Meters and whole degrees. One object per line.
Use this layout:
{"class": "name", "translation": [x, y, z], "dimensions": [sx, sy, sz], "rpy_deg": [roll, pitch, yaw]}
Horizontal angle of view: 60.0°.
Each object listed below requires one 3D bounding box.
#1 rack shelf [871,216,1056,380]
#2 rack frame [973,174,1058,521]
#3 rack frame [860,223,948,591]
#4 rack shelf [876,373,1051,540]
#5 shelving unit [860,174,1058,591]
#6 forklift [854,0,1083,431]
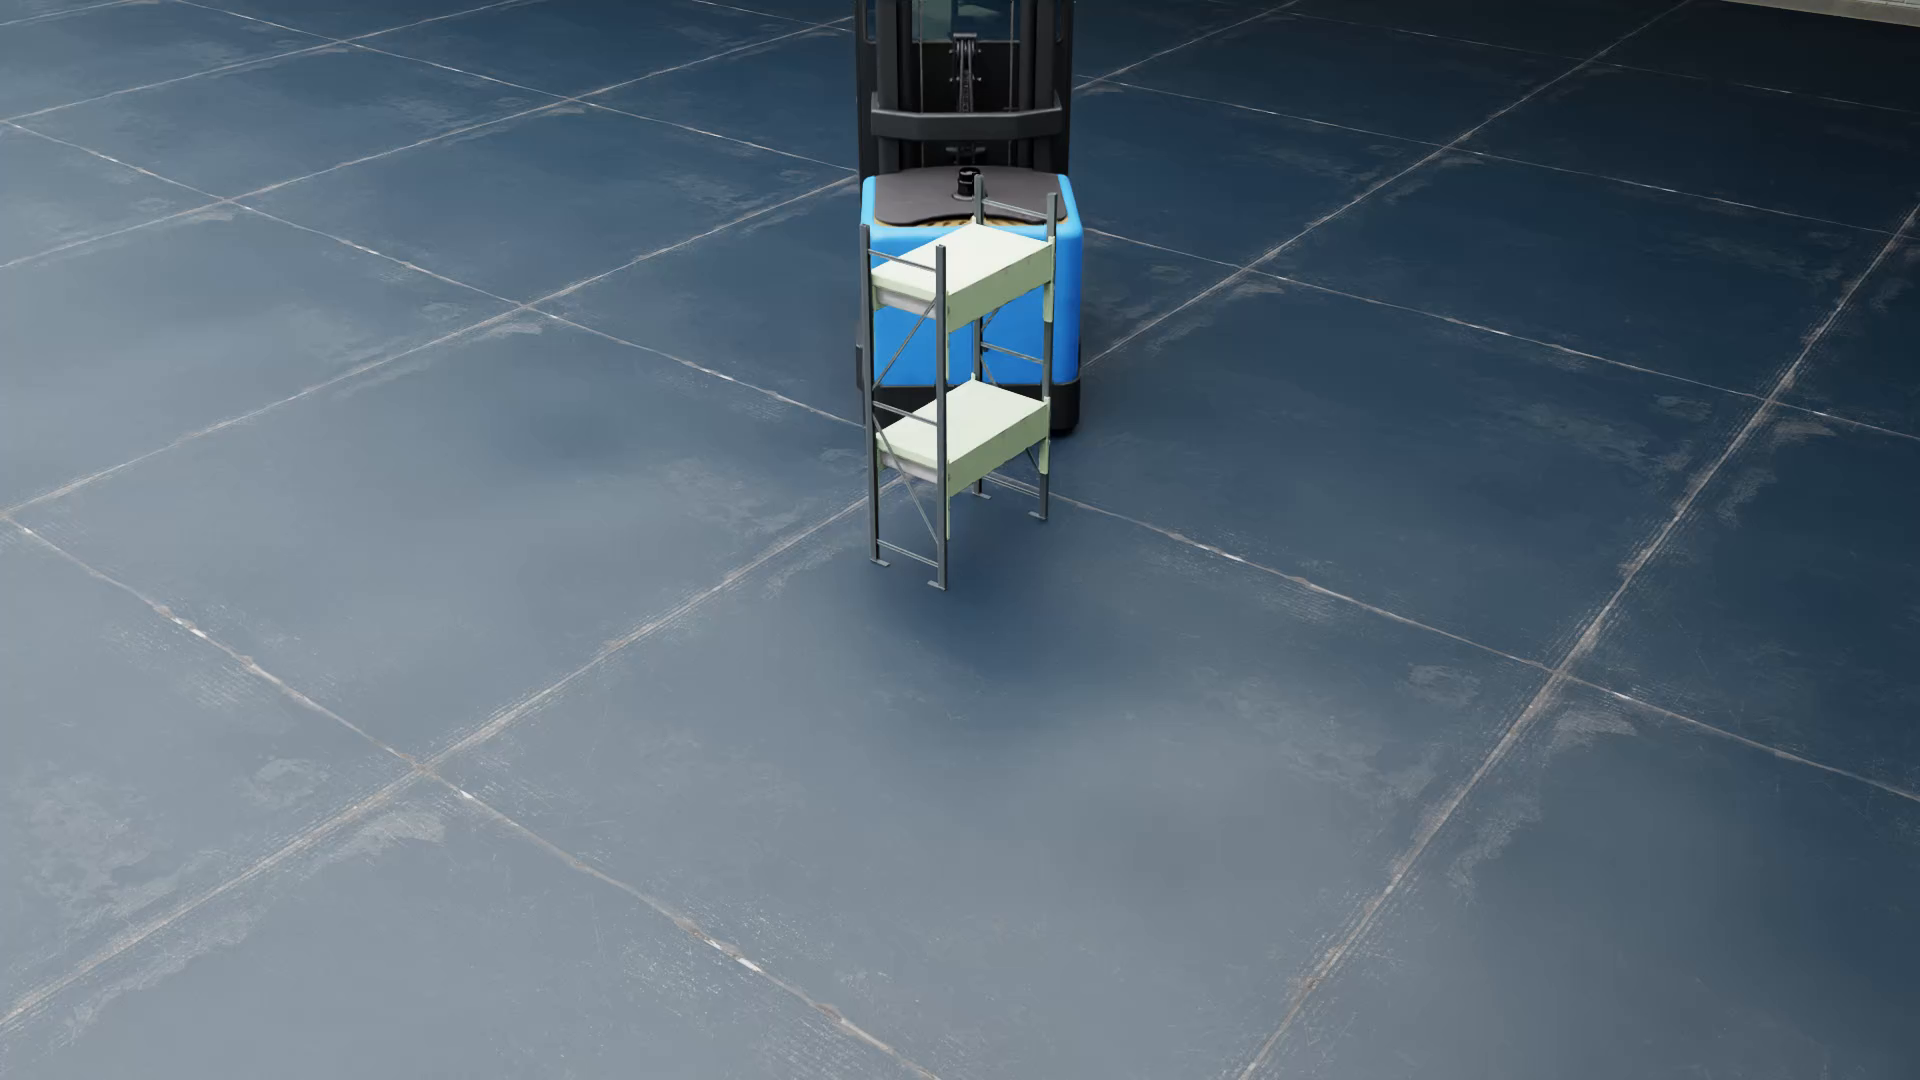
{"class": "rack shelf", "translation": [0.004, -0.984, 6.673], "dimensions": [0.431, 0.370, 0.720], "rpy_deg": [21, 37, 31]}
{"class": "rack frame", "translation": [0.225, -0.797, 7.123], "dimensions": [0.400, 1.500, 0.023], "rpy_deg": [21, 37, 31]}
{"class": "rack frame", "translation": [-0.217, -0.499, 6.621], "dimensions": [0.400, 1.500, 0.023], "rpy_deg": [21, 37, 31]}
{"class": "rack shelf", "translation": [0.004, -0.367, 7.038], "dimensions": [0.431, 0.370, 0.720], "rpy_deg": [21, 37, 31]}
{"class": "shelving unit", "translation": [0.004, -0.648, 6.872], "dimensions": [0.431, 1.500, 0.755], "rpy_deg": [21, 37, 31]}
{"class": "forklift", "translation": [0.010, -2.496, 8.587], "dimensions": [1.130, 2.935, 3.031], "rpy_deg": [-1, 31, -2]}
